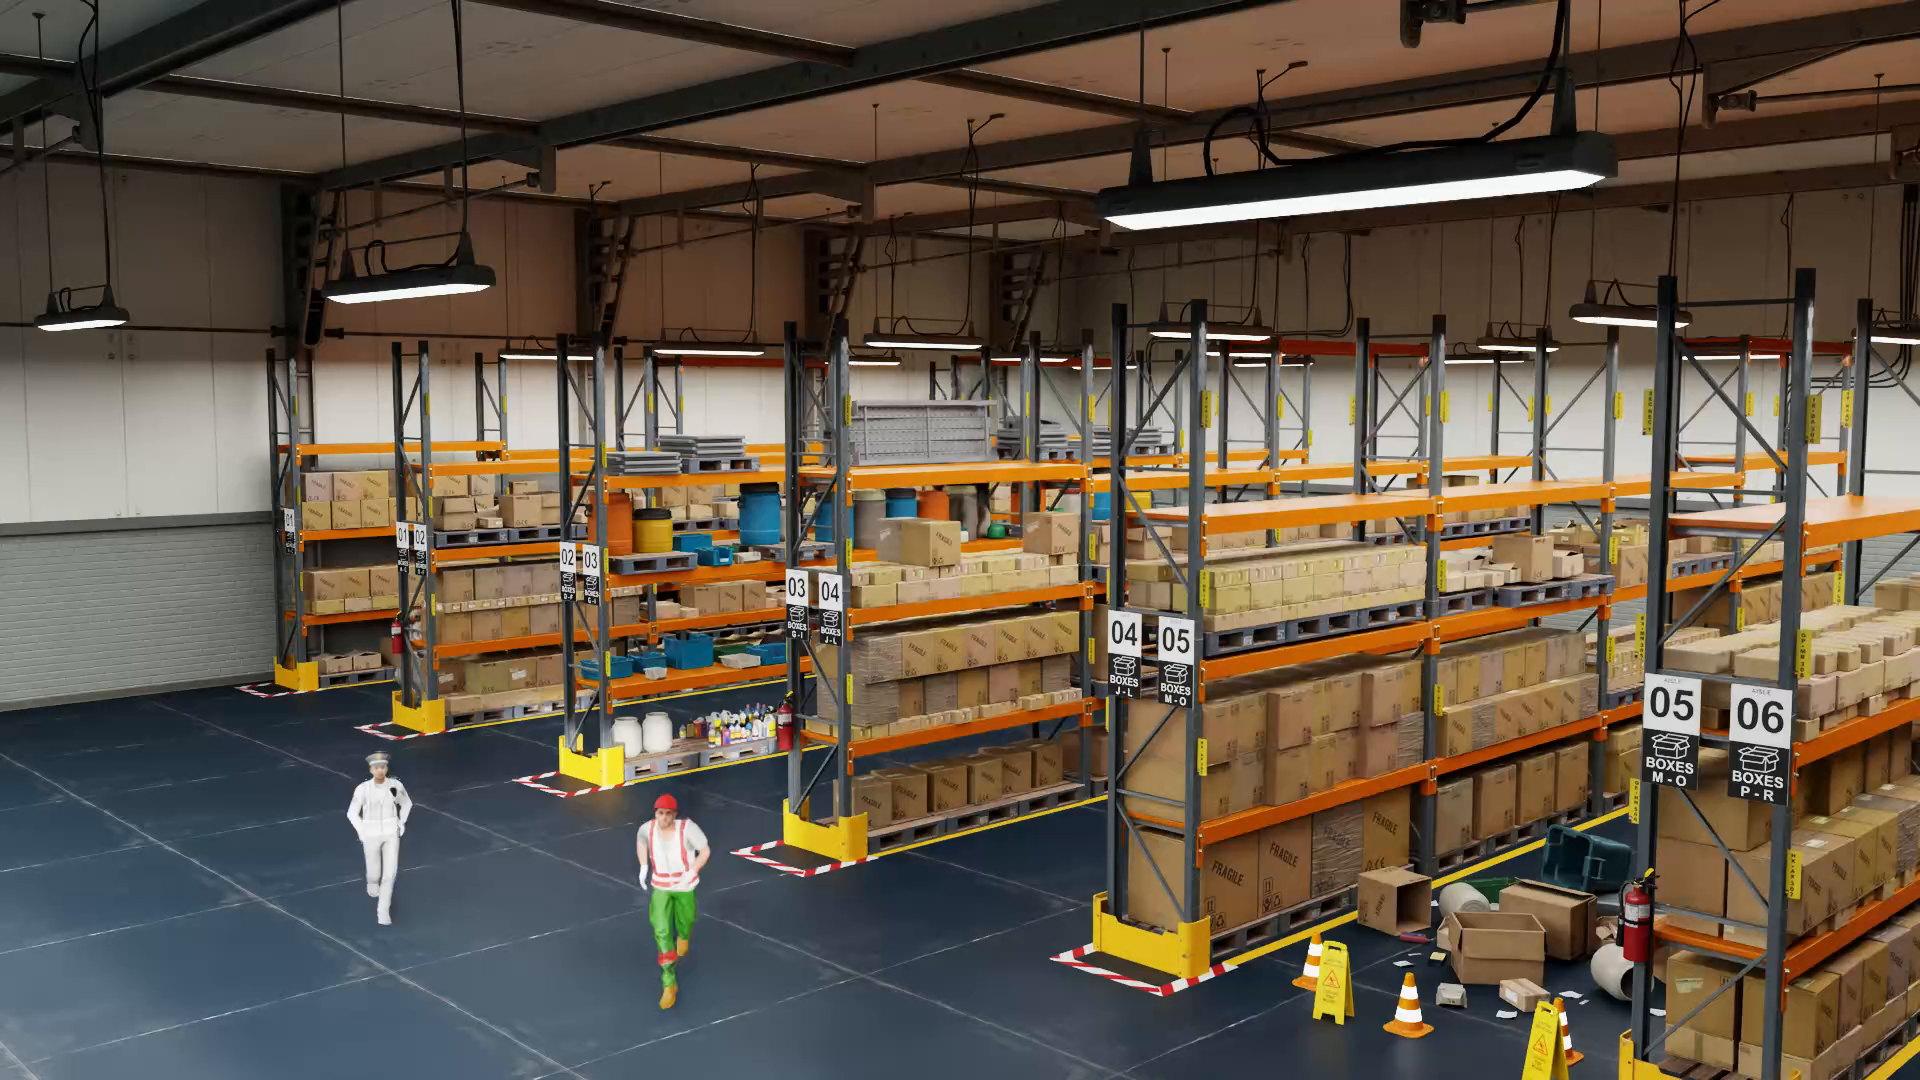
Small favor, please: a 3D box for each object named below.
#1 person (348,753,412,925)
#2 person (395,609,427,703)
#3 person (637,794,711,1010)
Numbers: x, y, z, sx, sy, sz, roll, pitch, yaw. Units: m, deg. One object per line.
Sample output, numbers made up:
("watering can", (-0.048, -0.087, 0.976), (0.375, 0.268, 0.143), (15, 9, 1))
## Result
("person", (-5.739, 2.918, 16.497), (0.617, 1.671, 0.696), (-2, 5, -25))
("person", (-9.057, 1.978, 27.698), (0.597, 1.678, 0.642), (5, 7, 44))
("person", (-2.494, 3.038, 14.509), (0.659, 1.771, 1.136), (0, 5, -2))
